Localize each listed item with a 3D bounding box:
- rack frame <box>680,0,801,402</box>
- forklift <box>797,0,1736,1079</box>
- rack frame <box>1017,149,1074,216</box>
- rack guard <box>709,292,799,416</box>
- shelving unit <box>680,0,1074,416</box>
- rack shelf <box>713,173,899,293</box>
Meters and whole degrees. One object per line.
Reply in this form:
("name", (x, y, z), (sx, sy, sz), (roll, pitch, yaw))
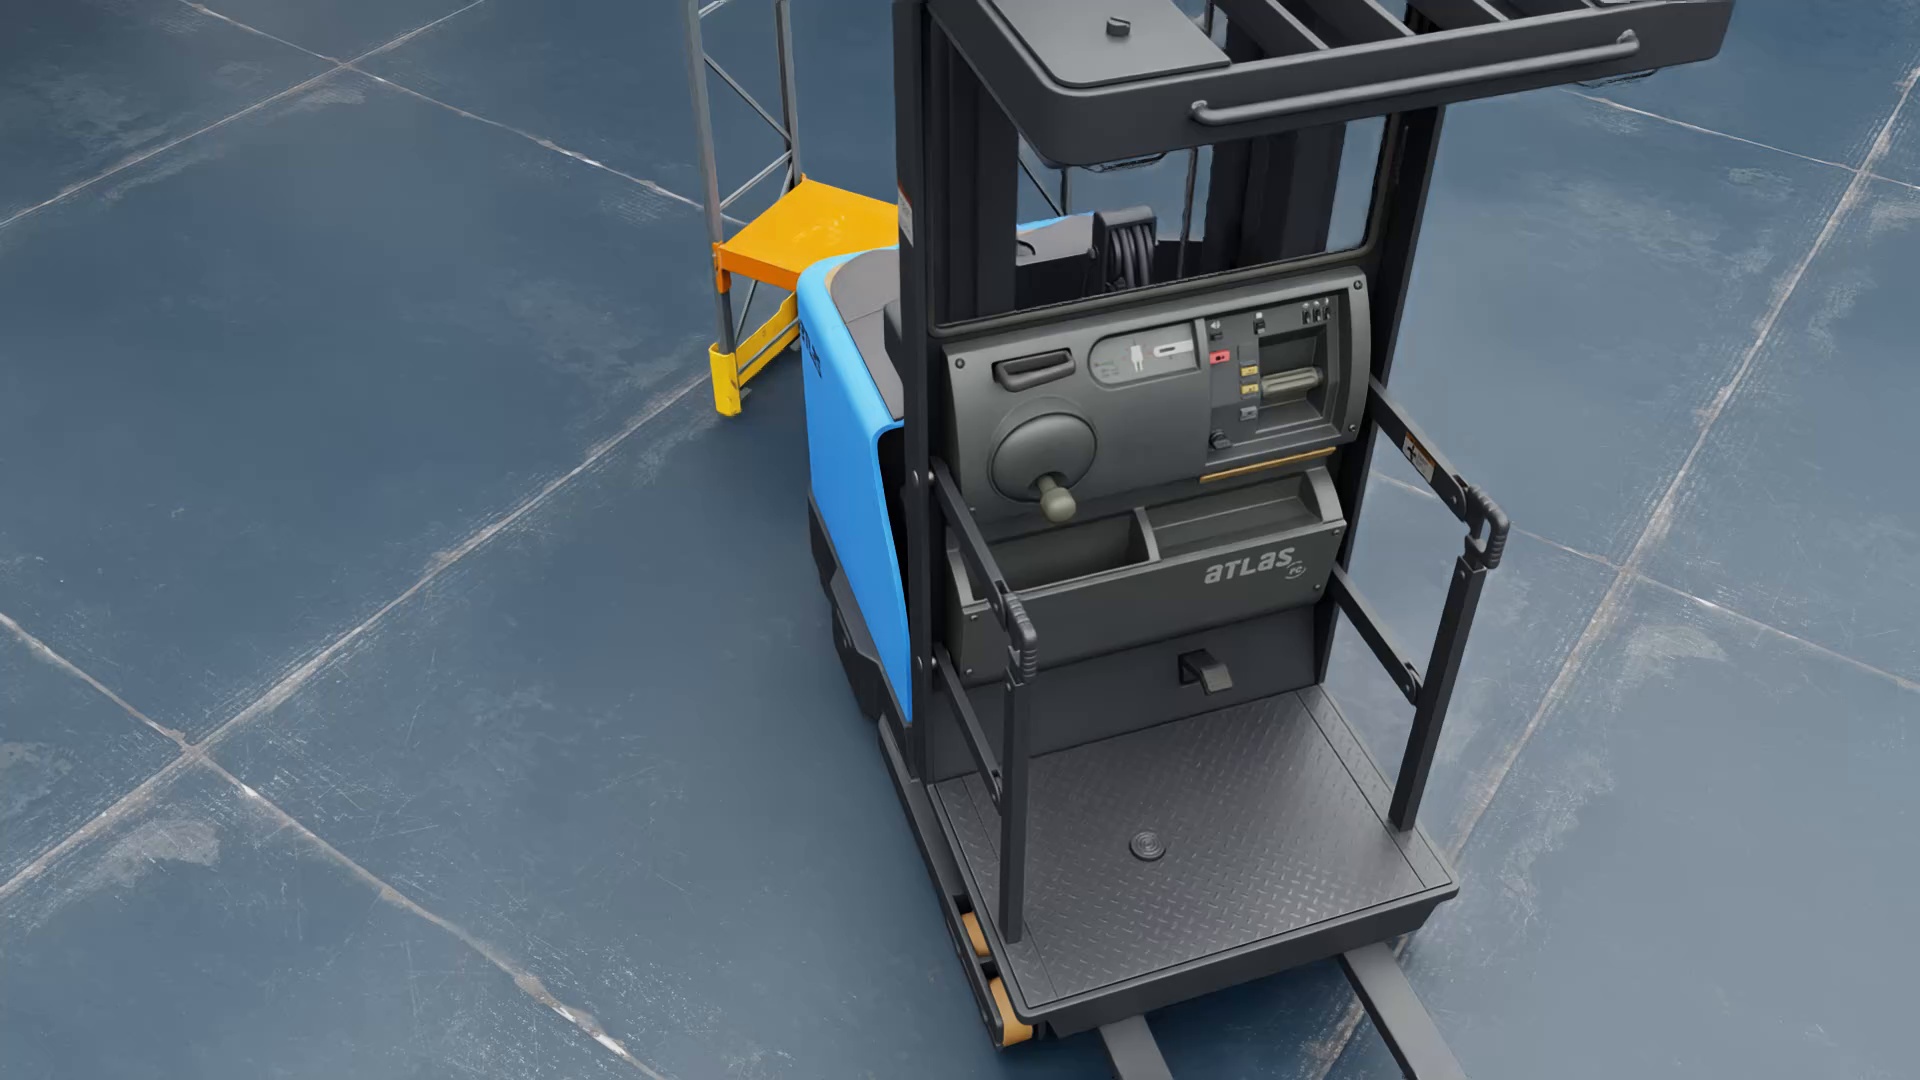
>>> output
("rack frame", (-0.673, -1.167, 5.429), (0.032, 1.500, 0.500), (21, 46, 21))
("forklift", (0.495, -0.215, 3.292), (1.130, 2.935, 3.031), (-13, 43, -14))
("rack frame", (0.213, -0.835, 5.059), (0.032, 1.500, 0.500), (21, 46, 21))
("rack guard", (-0.672, -0.701, 5.846), (0.087, 0.250, 0.587), (21, 46, 21))
("shelving unit", (-0.238, -1.004, 5.247), (1.083, 1.500, 0.587), (21, 46, 21))
("rack shelf", (-0.230, -0.867, 5.364), (1.000, 0.185, 0.538), (21, 46, 21))
